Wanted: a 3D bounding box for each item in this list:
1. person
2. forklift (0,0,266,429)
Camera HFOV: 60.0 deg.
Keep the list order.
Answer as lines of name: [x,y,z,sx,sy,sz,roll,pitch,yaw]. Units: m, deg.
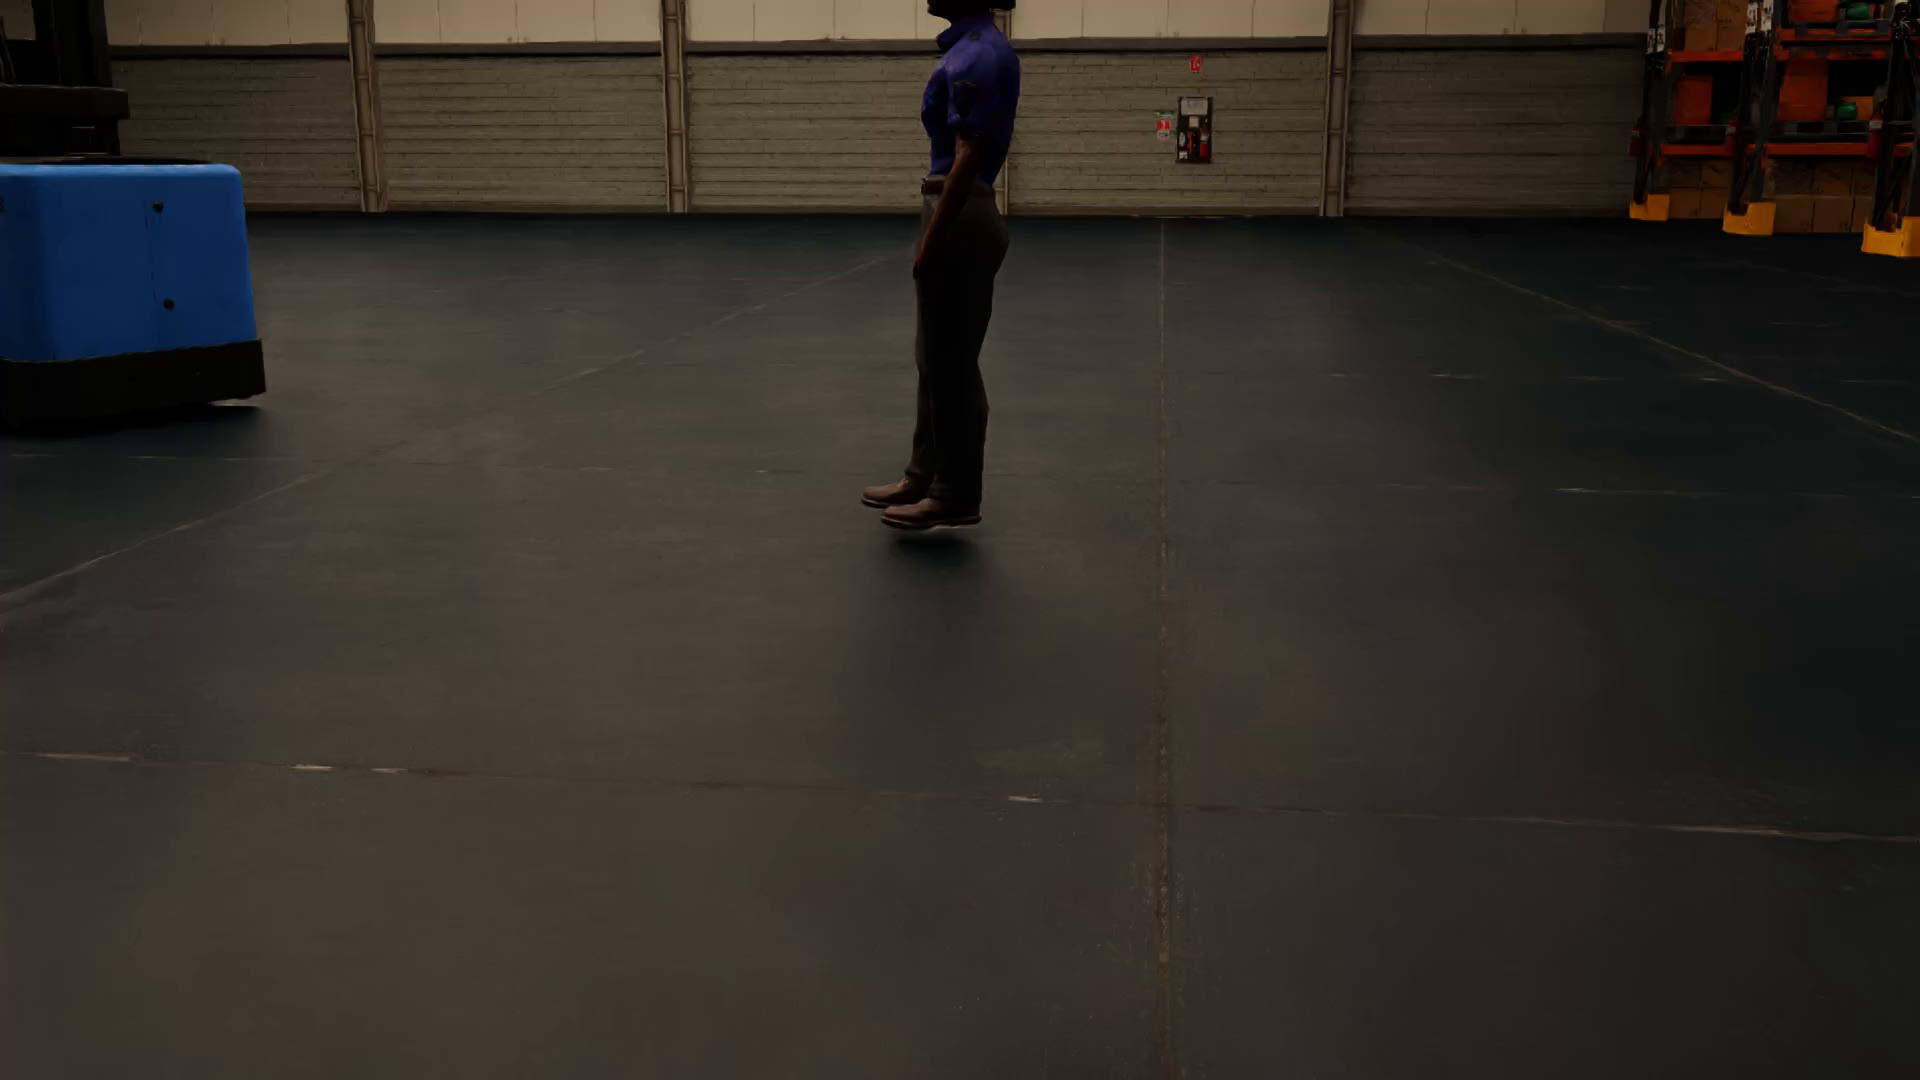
person: [-0.085,-0.858,4.777,0.504,1.654,0.570,2,13,7]
forklift: [-4.637,-2.108,7.522,3.031,2.935,1.130,8,15,31]
